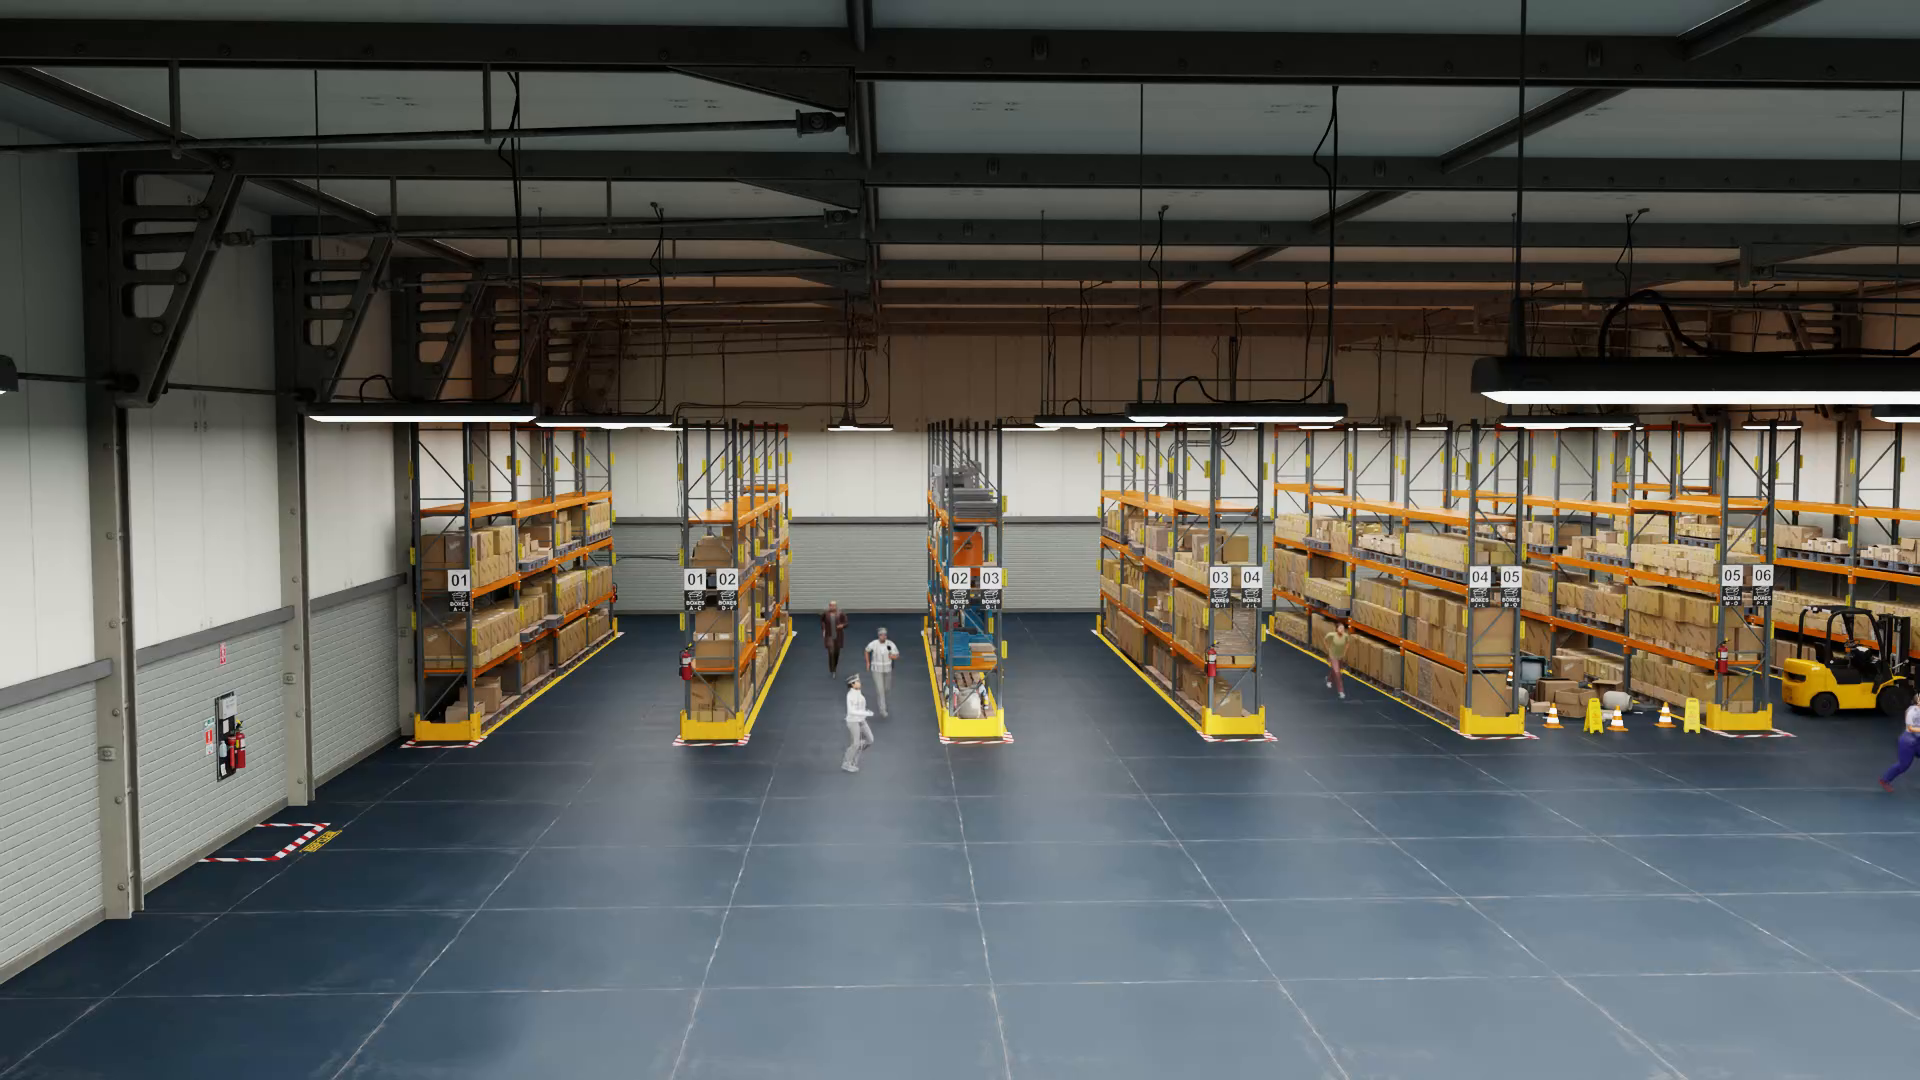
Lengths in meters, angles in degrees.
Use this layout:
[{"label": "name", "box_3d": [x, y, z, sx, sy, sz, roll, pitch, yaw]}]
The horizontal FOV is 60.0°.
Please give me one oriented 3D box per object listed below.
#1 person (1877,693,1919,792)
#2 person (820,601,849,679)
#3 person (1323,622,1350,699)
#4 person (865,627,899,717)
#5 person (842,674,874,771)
[{"label": "person", "box_3d": [14.955, 3.237, 26.187, 0.627, 1.693, 0.879, -3, 5, -42]}, {"label": "person", "box_3d": [-2.951, 2.322, 39.191, 0.686, 1.803, 0.988, 0, 4, -6]}, {"label": "person", "box_3d": [8.213, 2.593, 36.403, 0.588, 1.646, 1.000, 0, 4, -6]}, {"label": "person", "box_3d": [-1.577, 2.643, 33.806, 0.660, 1.772, 0.990, -1, 4, -15]}, {"label": "person", "box_3d": [-1.715, 3.081, 28.159, 0.584, 1.660, 0.595, 1, 4, 19]}]
